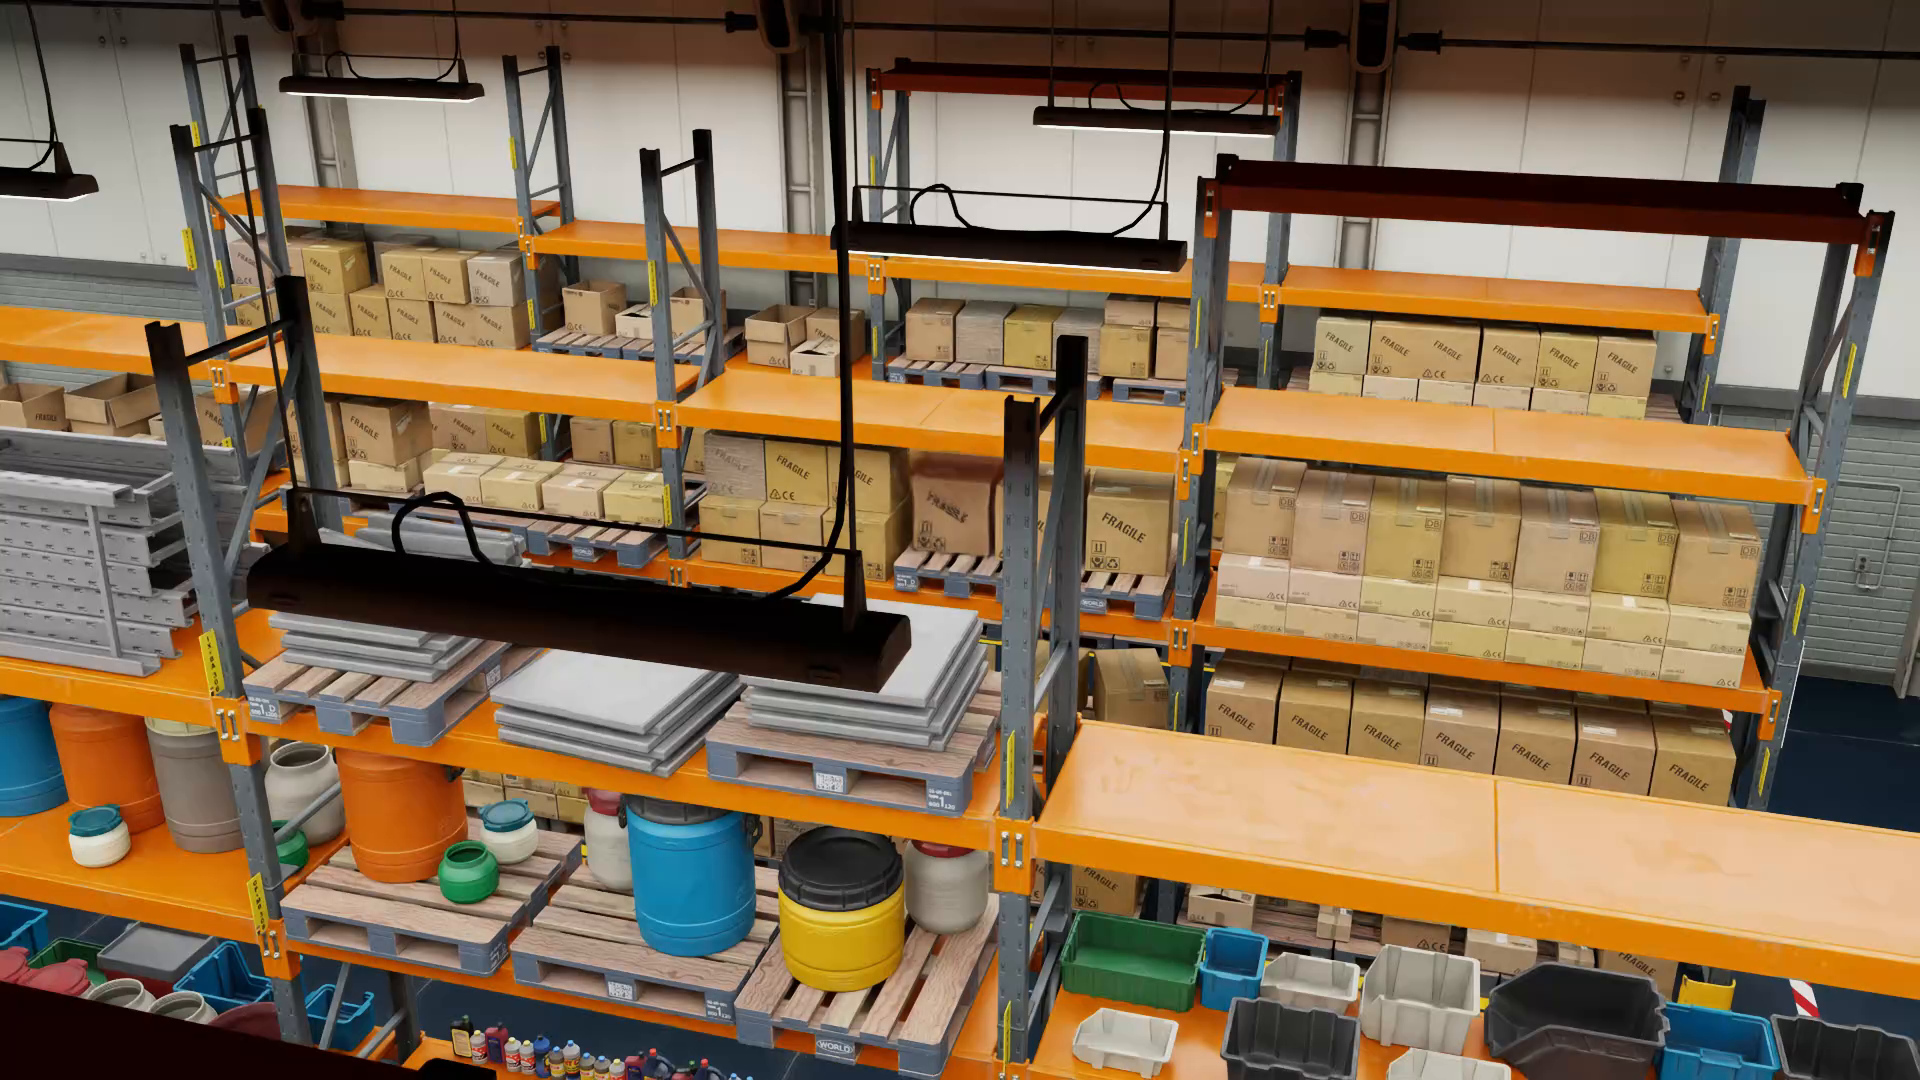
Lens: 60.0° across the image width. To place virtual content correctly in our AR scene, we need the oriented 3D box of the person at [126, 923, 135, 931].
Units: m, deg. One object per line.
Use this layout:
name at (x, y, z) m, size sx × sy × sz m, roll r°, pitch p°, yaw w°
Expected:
person at (-6.099, 2.501, 12.695) m, size 0.952 × 1.548 × 0.448 m, roll 19°, pitch 29°, yaw 38°

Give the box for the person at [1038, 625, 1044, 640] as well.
person at (0.719, 0.853, 16.645) m, size 0.892 × 1.553 × 0.400 m, roll 2°, pitch 23°, yaw 4°
